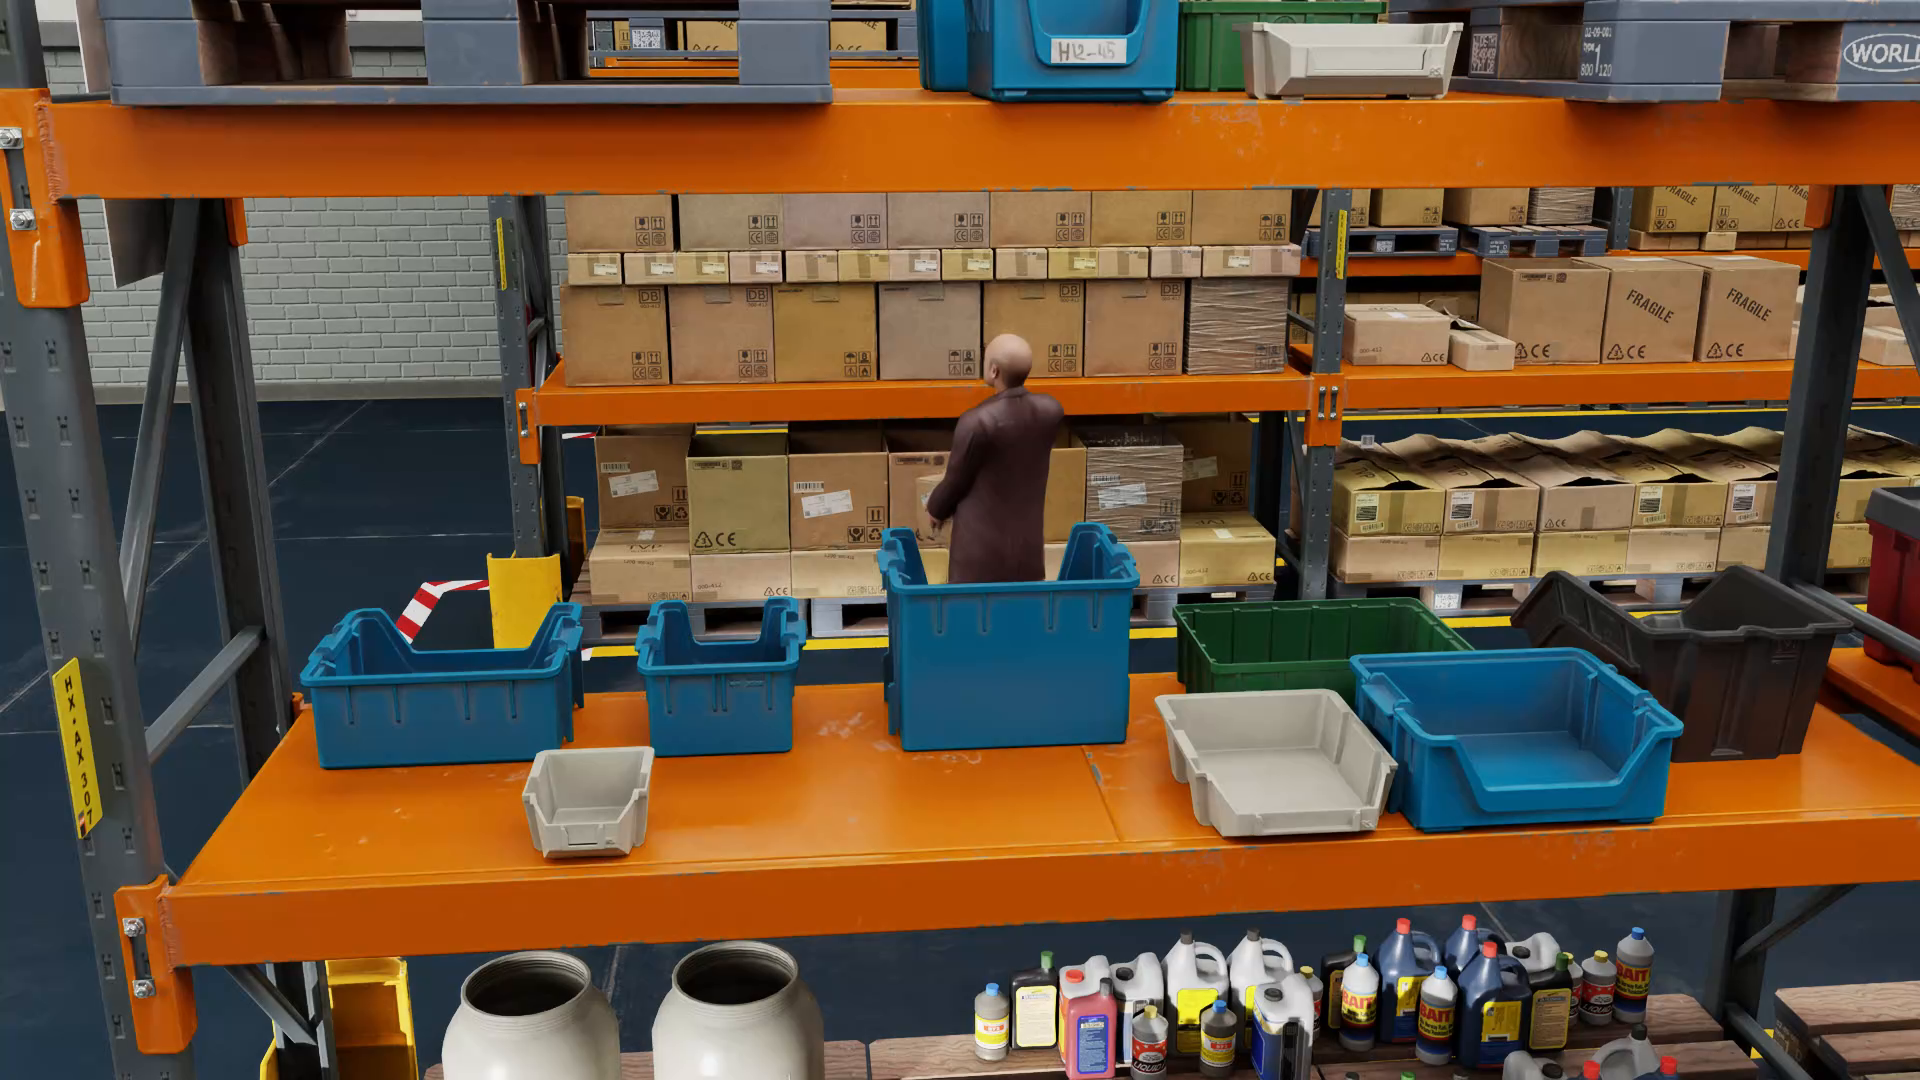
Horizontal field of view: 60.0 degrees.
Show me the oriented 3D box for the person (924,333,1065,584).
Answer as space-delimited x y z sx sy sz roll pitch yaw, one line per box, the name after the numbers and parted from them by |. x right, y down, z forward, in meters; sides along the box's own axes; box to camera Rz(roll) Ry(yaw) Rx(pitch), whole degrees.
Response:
0.117 -0.022 7.130 0.552 1.780 0.539 -12 21 -36 | person
